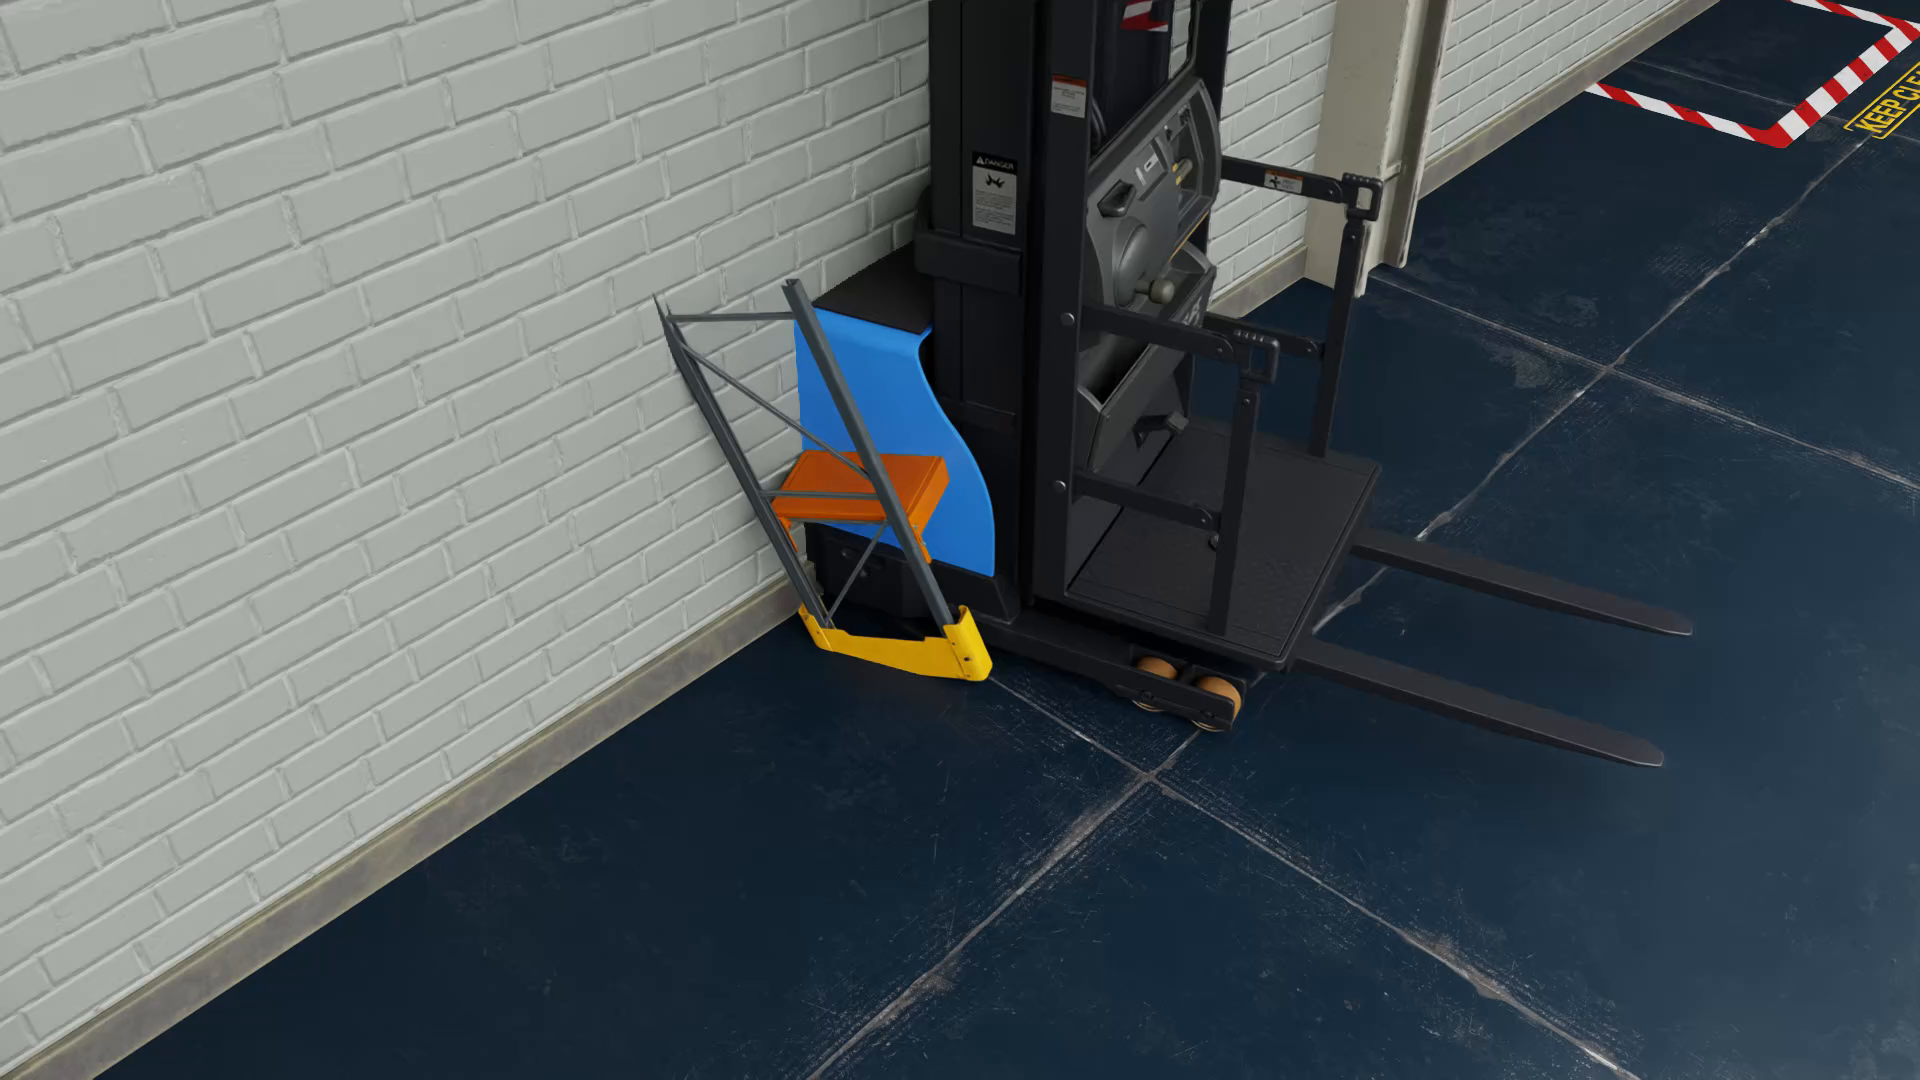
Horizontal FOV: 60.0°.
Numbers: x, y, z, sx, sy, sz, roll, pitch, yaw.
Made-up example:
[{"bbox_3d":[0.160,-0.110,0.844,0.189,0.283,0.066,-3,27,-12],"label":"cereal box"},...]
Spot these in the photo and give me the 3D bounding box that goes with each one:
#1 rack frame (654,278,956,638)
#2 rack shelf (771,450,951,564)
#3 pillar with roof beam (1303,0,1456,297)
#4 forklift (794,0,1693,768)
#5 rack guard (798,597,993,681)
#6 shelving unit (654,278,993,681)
[{"bbox_3d":[-0.401,-0.127,4.788,0.500,1.500,0.032,3,46,28],"label":"rack frame"},{"bbox_3d":[-0.162,-0.355,5.214,0.538,0.185,1.000,3,46,28],"label":"rack shelf"},{"bbox_3d":[4.882,-2.895,2.160,9.100,9.000,0.400,30,47,32],"label":"pillar with roof beam"},{"bbox_3d":[0.732,-0.949,4.588,3.031,2.935,1.130,17,42,20],"label":"forklift"},{"bbox_3d":[-0.204,0.305,5.195,0.587,0.250,0.087,3,46,28],"label":"rack guard"},{"bbox_3d":[-0.214,-0.489,5.106,0.587,1.500,1.083,3,46,28],"label":"shelving unit"}]
